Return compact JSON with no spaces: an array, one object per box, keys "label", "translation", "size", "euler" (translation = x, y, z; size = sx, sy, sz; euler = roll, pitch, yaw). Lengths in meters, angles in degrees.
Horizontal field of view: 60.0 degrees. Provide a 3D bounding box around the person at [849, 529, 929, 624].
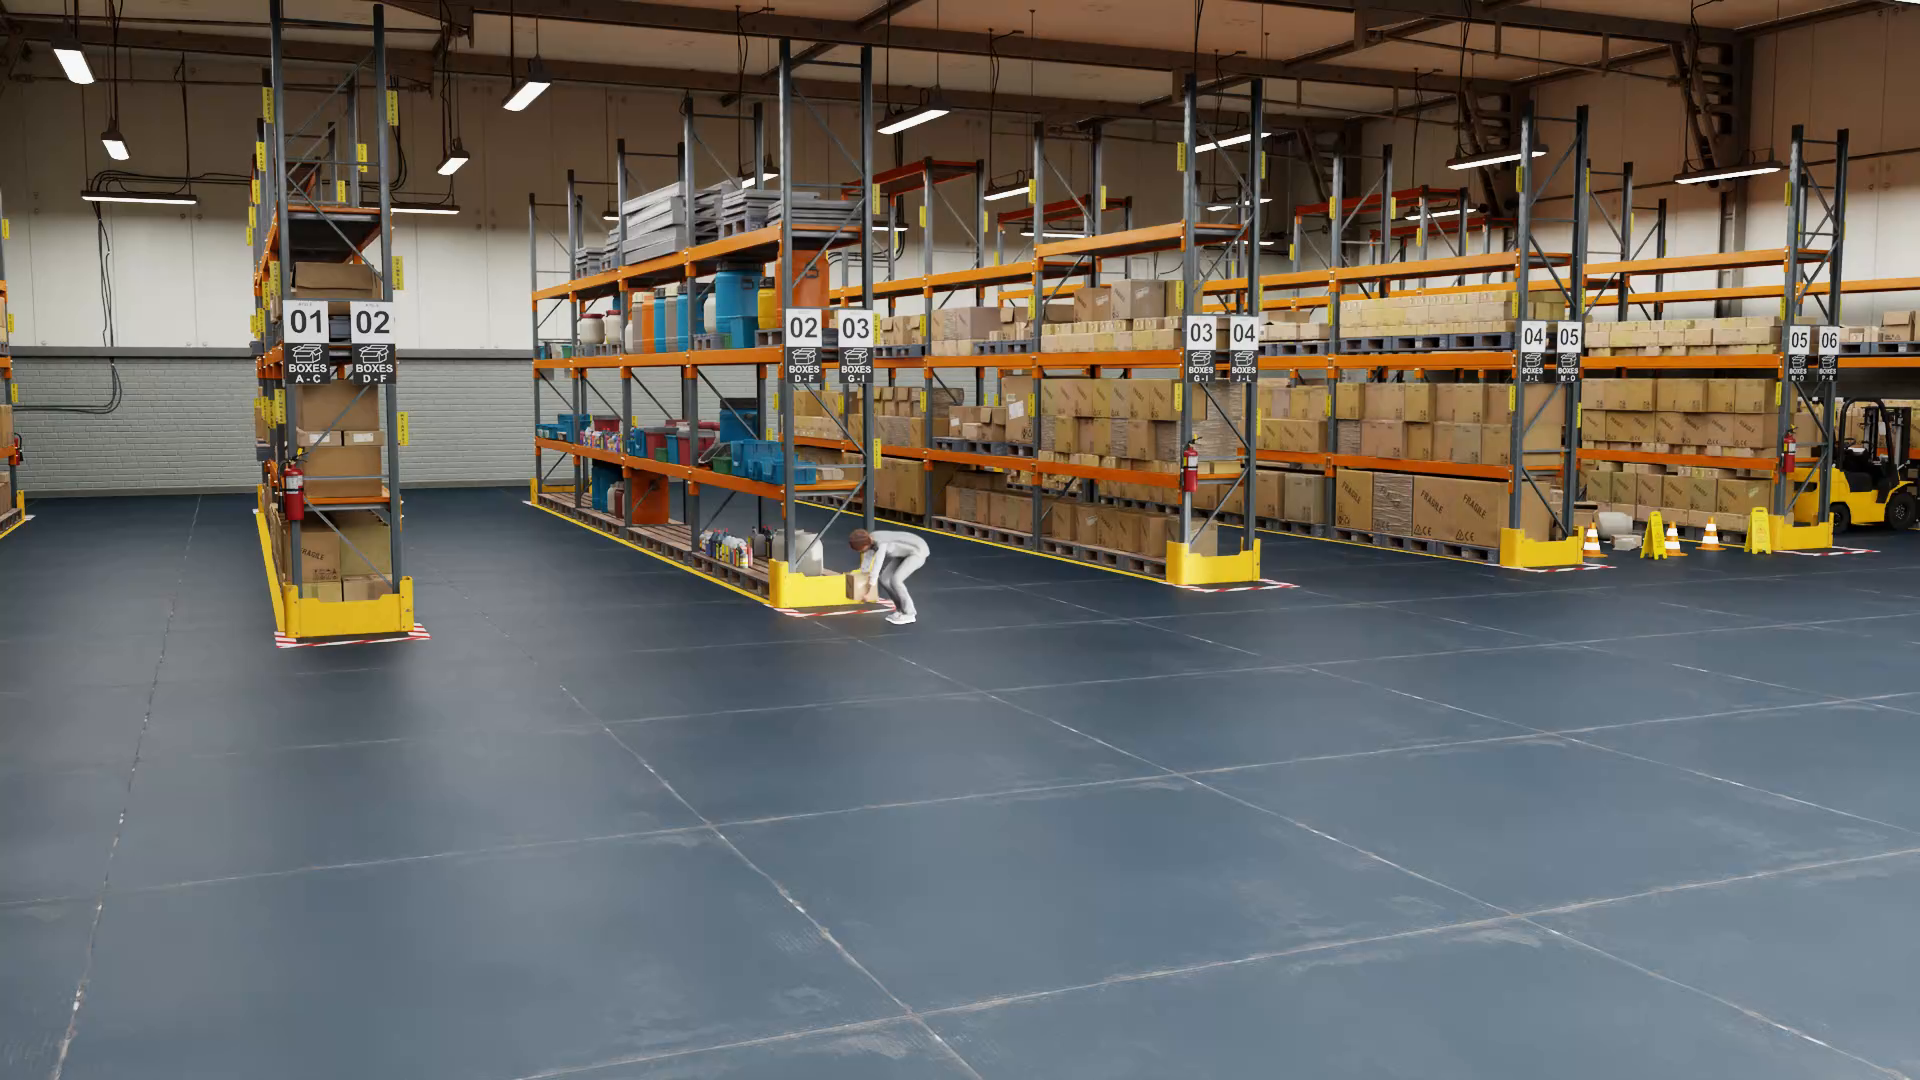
[{"label":"person","translation":[-0.721,0.362,16.757],"size":[0.861,0.965,0.417],"euler":[-3,6,-26]}]
